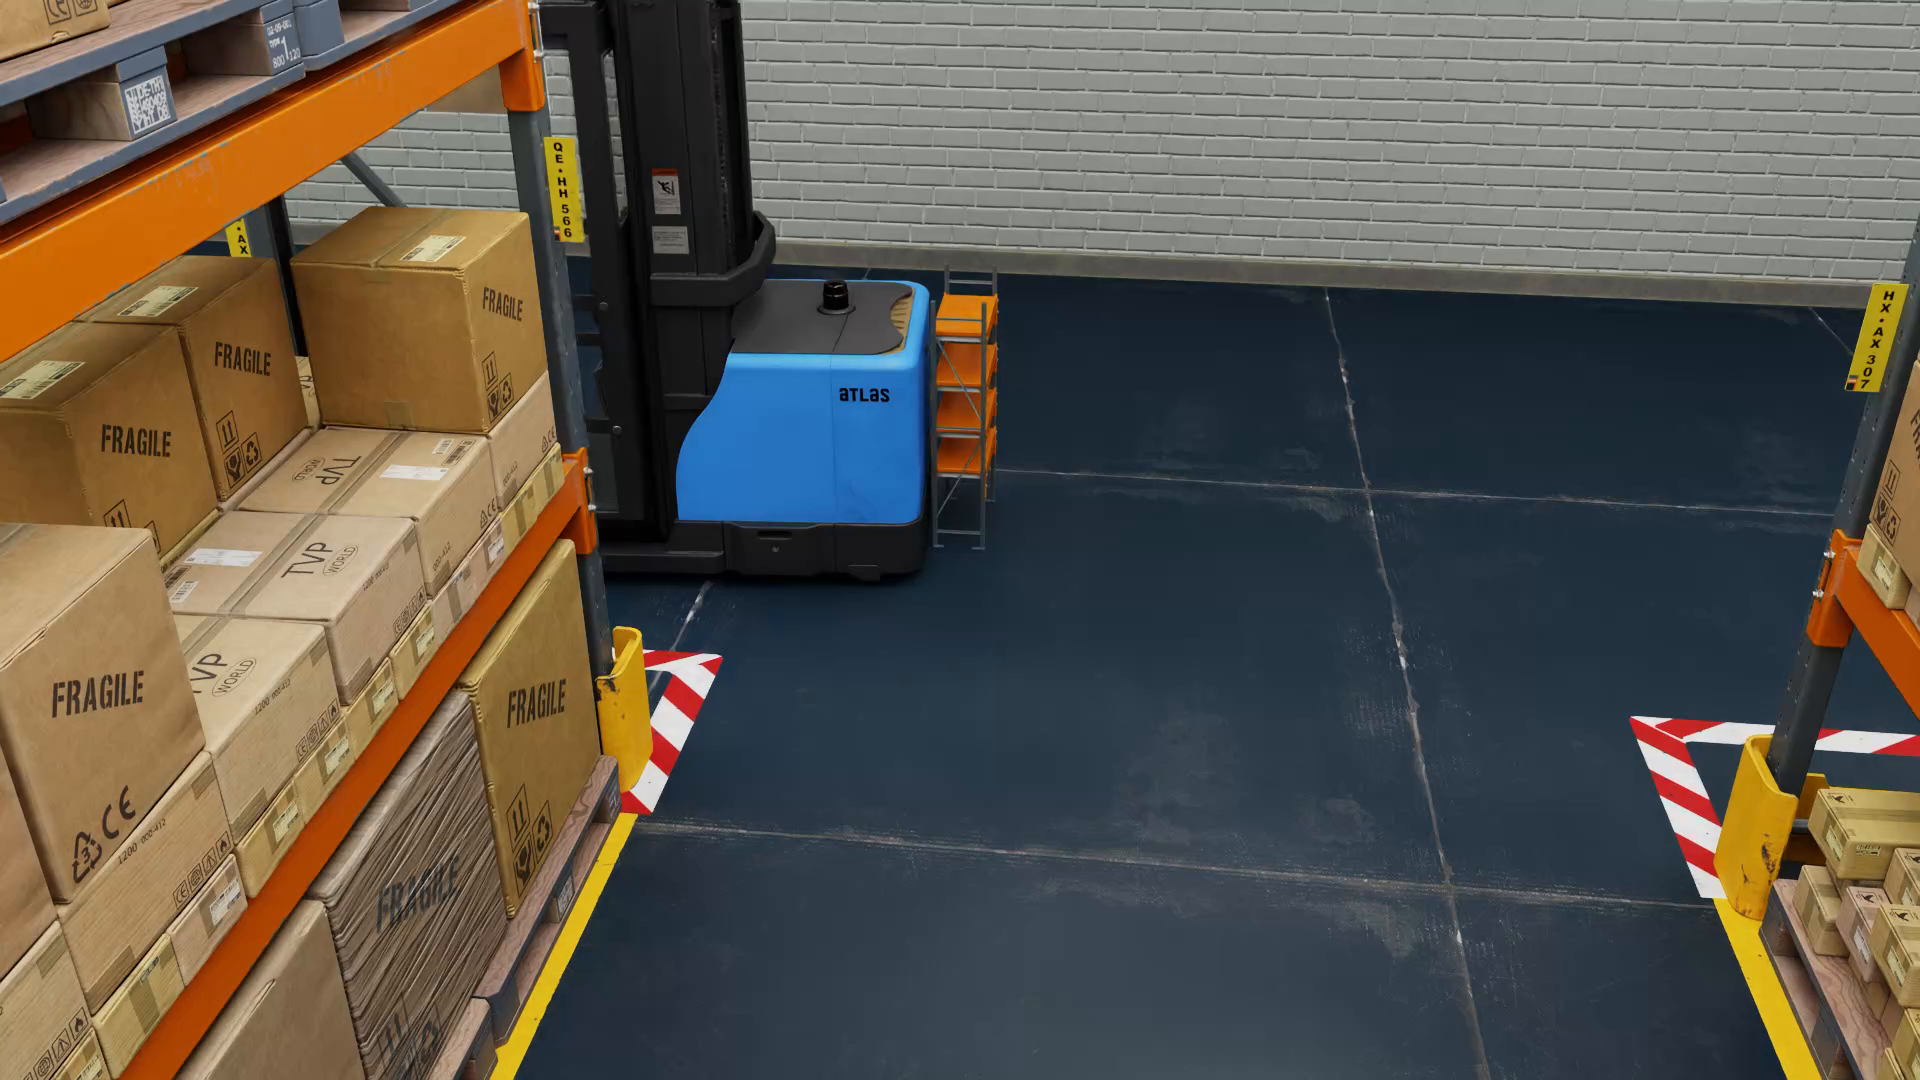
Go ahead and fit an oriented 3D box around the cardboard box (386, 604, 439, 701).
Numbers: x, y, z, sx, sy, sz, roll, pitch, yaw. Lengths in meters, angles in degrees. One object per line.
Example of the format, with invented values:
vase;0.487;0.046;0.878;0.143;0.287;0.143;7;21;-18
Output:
cardboard box;-1.596;0.280;4.332;0.380;0.149;0.250;3;28;5

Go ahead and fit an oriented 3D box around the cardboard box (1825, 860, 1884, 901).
cardboard box;2.836;1.009;4.964;0.380;0.149;0.250;5;29;8

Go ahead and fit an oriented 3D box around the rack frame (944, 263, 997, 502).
rack frame;0.049;-0.721;7.824;0.240;1.200;0.015;3;28;6

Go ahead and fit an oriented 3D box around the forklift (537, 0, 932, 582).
forklift;-1.659;-1.354;7.172;3.031;2.935;1.130;1;28;2

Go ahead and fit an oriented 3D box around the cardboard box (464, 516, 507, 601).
cardboard box;-1.535;0.041;4.777;0.380;0.149;0.250;3;29;6

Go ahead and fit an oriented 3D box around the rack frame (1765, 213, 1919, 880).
rack frame;3.155;-0.162;4.888;1.000;3.000;0.127;3;28;6

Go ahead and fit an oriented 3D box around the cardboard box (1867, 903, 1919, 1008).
cardboard box;2.681;1.121;4.442;0.380;0.149;0.250;3;28;6

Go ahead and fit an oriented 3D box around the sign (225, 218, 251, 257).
sign;-2.306;-0.949;5.352;0.100;0.325;0.005;3;28;6

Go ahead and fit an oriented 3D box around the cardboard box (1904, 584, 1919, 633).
cardboard box;2.799;0.204;4.473;0.380;0.149;0.250;4;29;8

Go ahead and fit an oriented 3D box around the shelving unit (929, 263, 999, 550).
shelving unit;0.022;-0.606;7.610;0.258;1.200;0.503;3;28;6

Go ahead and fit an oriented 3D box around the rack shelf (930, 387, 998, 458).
rack shelf;0.022;-0.547;7.642;0.258;0.148;0.480;3;28;6

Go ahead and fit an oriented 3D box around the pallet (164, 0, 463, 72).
pallet;-1.836;-1.429;4.172;1.003;0.211;1.213;3;28;6

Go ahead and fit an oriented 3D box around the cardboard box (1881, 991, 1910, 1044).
cardboard box;2.798;1.382;4.586;0.380;0.149;0.250;4;29;7

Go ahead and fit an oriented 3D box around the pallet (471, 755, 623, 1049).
pallet;-1.776;1.111;5.466;1.003;0.211;1.213;3;28;6

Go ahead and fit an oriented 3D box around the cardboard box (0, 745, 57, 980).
cardboard box;-1.865;0.548;2.624;0.500;0.500;0.500;3;28;6

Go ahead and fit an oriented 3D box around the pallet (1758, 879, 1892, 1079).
pallet;3.011;1.482;4.777;1.003;0.211;1.213;3;28;6

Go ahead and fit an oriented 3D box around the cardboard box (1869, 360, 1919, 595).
cardboard box;2.825;-0.142;4.431;0.500;0.500;0.500;5;29;9

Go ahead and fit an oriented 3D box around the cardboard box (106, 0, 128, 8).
cardboard box;-1.970;-1.339;3.257;0.700;0.500;0.500;1;28;3

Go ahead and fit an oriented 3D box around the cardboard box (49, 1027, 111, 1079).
cardboard box;-1.785;1.004;2.988;0.380;0.149;0.250;3;28;5

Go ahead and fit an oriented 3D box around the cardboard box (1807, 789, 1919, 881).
cardboard box;2.753;0.873;4.902;0.380;0.149;0.250;2;28;4

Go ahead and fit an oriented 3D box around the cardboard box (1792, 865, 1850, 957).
cardboard box;2.773;1.136;5.041;0.380;0.149;0.250;4;29;7

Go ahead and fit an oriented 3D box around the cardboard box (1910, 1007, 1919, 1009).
cardboard box;2.804;1.255;4.507;0.380;0.149;0.250;4;29;7

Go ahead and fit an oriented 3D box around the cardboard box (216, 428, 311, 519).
cardboard box;-2.139;-0.107;4.631;0.500;0.250;0.500;3;28;6

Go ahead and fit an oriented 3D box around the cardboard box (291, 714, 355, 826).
cardboard box;-1.660;0.519;3.889;0.380;0.149;0.250;4;29;7

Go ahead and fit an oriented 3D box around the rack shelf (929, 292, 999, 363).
rack shelf;0.021;-0.952;7.424;0.258;0.148;0.480;3;28;6

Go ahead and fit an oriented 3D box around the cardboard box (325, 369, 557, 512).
cardboard box;-1.552;-0.319;5.024;0.500;0.250;0.500;3;28;5

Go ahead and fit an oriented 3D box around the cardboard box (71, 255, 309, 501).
cardboard box;-2.144;-0.447;4.471;0.500;0.500;0.500;3;28;5

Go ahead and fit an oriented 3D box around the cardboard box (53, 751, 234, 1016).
cardboard box;-1.804;0.636;3.251;0.500;0.250;0.500;4;29;7

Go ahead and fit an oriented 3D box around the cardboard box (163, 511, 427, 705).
cardboard box;-1.676;0.159;4.136;0.500;0.250;0.500;2;28;4

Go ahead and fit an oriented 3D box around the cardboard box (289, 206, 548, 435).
cardboard box;-1.554;-0.648;4.844;0.500;0.500;0.500;4;29;7

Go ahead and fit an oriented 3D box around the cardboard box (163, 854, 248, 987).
cardboard box;-1.721;0.766;3.431;0.380;0.149;0.250;4;29;7

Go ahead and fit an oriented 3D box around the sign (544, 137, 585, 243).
sign;-1.219;-1.074;5.110;0.100;0.325;0.005;3;28;6

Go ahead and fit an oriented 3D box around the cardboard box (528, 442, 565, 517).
cardboard box;-1.472;-0.200;5.224;0.380;0.149;0.250;4;29;7

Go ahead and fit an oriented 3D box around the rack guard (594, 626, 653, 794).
rack guard;-1.753;0.591;6.125;1.175;0.500;0.348;3;28;6

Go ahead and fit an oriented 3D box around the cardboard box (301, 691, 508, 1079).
cardboard box;-1.866;0.987;4.553;0.875;0.875;0.875;3;28;6

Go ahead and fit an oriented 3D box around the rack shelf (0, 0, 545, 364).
rack shelf;-2.001;-0.560;3.223;1.077;0.370;4.000;3;28;6
